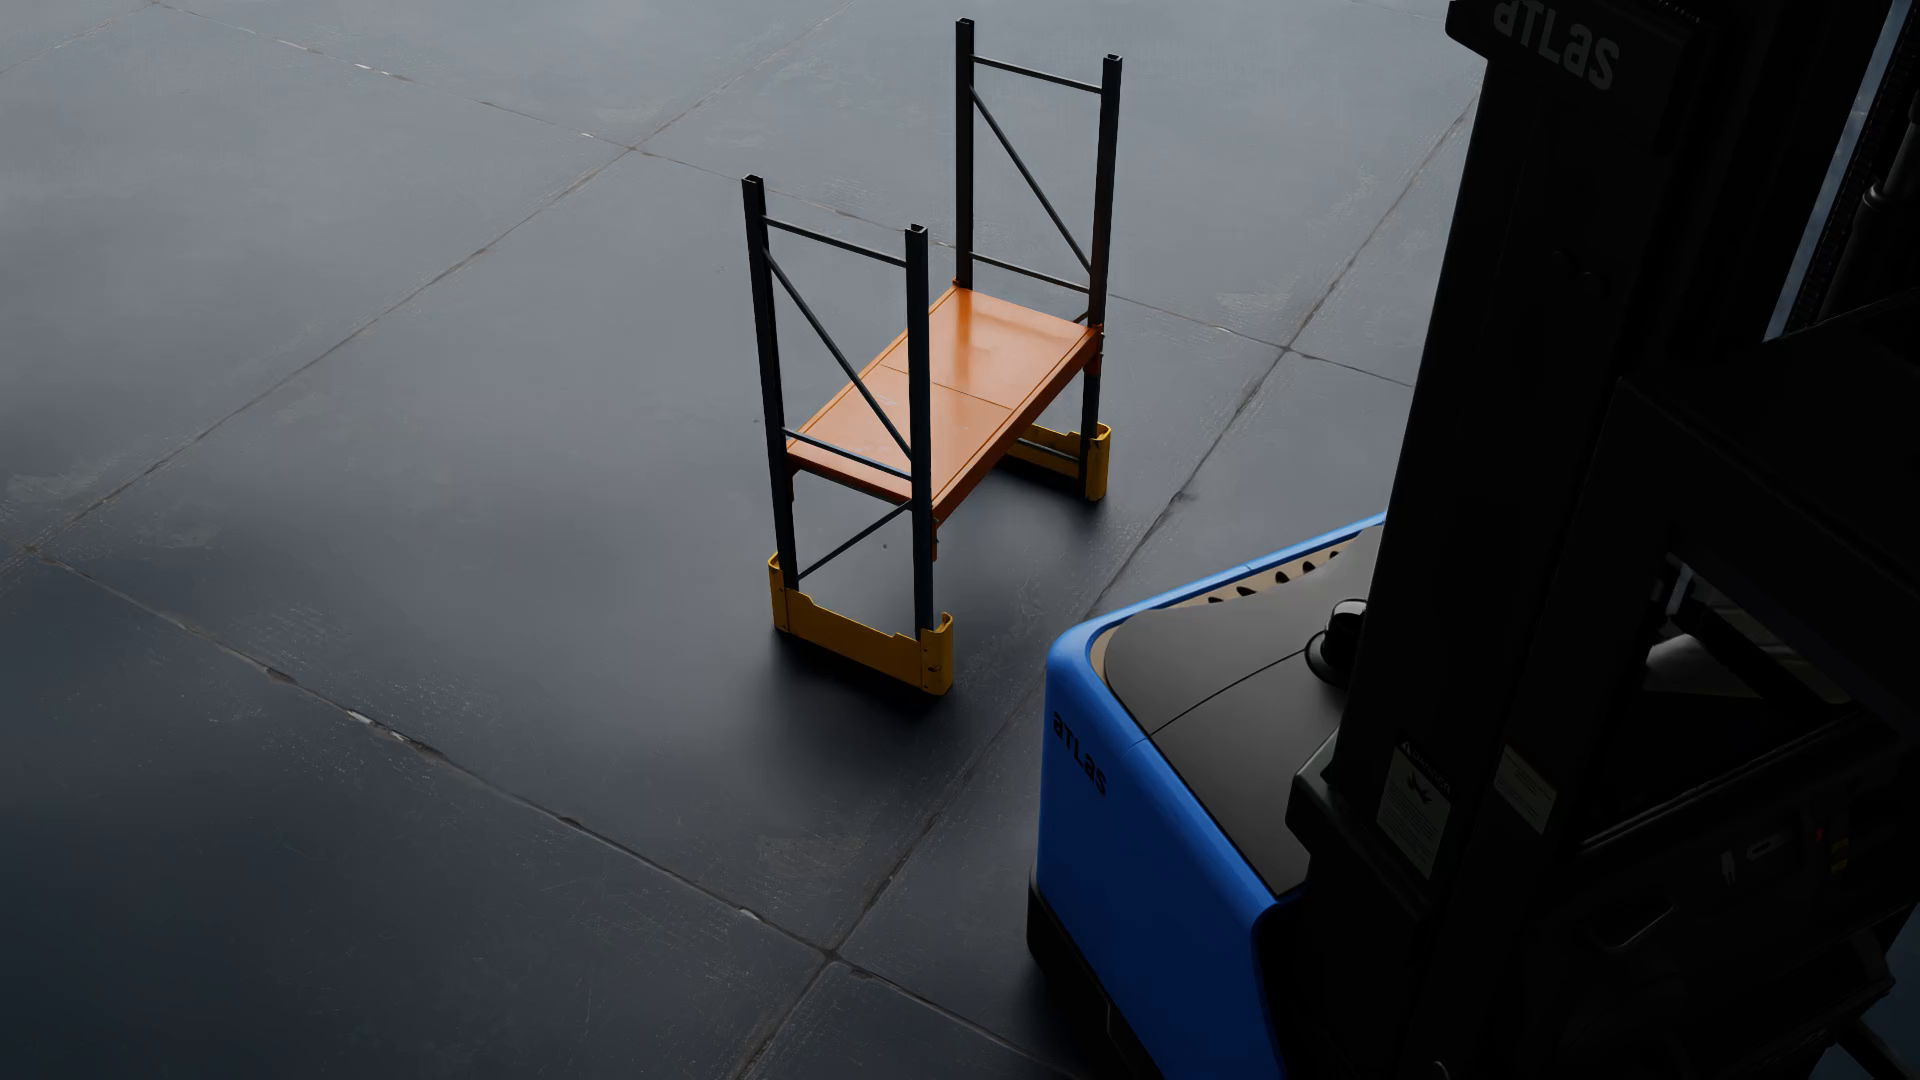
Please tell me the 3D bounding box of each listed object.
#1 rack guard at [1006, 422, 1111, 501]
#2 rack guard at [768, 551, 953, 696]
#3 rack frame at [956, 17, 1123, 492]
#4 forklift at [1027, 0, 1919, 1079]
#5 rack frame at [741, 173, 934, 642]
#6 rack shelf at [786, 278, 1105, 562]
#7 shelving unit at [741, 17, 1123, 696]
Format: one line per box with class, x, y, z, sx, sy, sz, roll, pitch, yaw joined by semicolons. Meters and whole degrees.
rack guard;0.211;-0.335;5.441;0.587;0.250;0.087;21;45;22
rack guard;-0.287;0.235;4.794;0.587;0.250;0.087;21;45;22
rack frame;0.212;-0.805;5.029;0.500;1.500;0.032;21;45;22
forklift;1.283;0.623;2.325;1.130;2.935;3.031;-19;45;-20
rack frame;-0.297;-0.223;4.369;0.500;1.500;0.032;21;45;22
rack shelf;-0.043;-0.379;4.818;0.538;0.185;1.000;21;45;22
shelving unit;-0.038;-0.519;4.705;0.587;1.500;1.083;21;45;22
